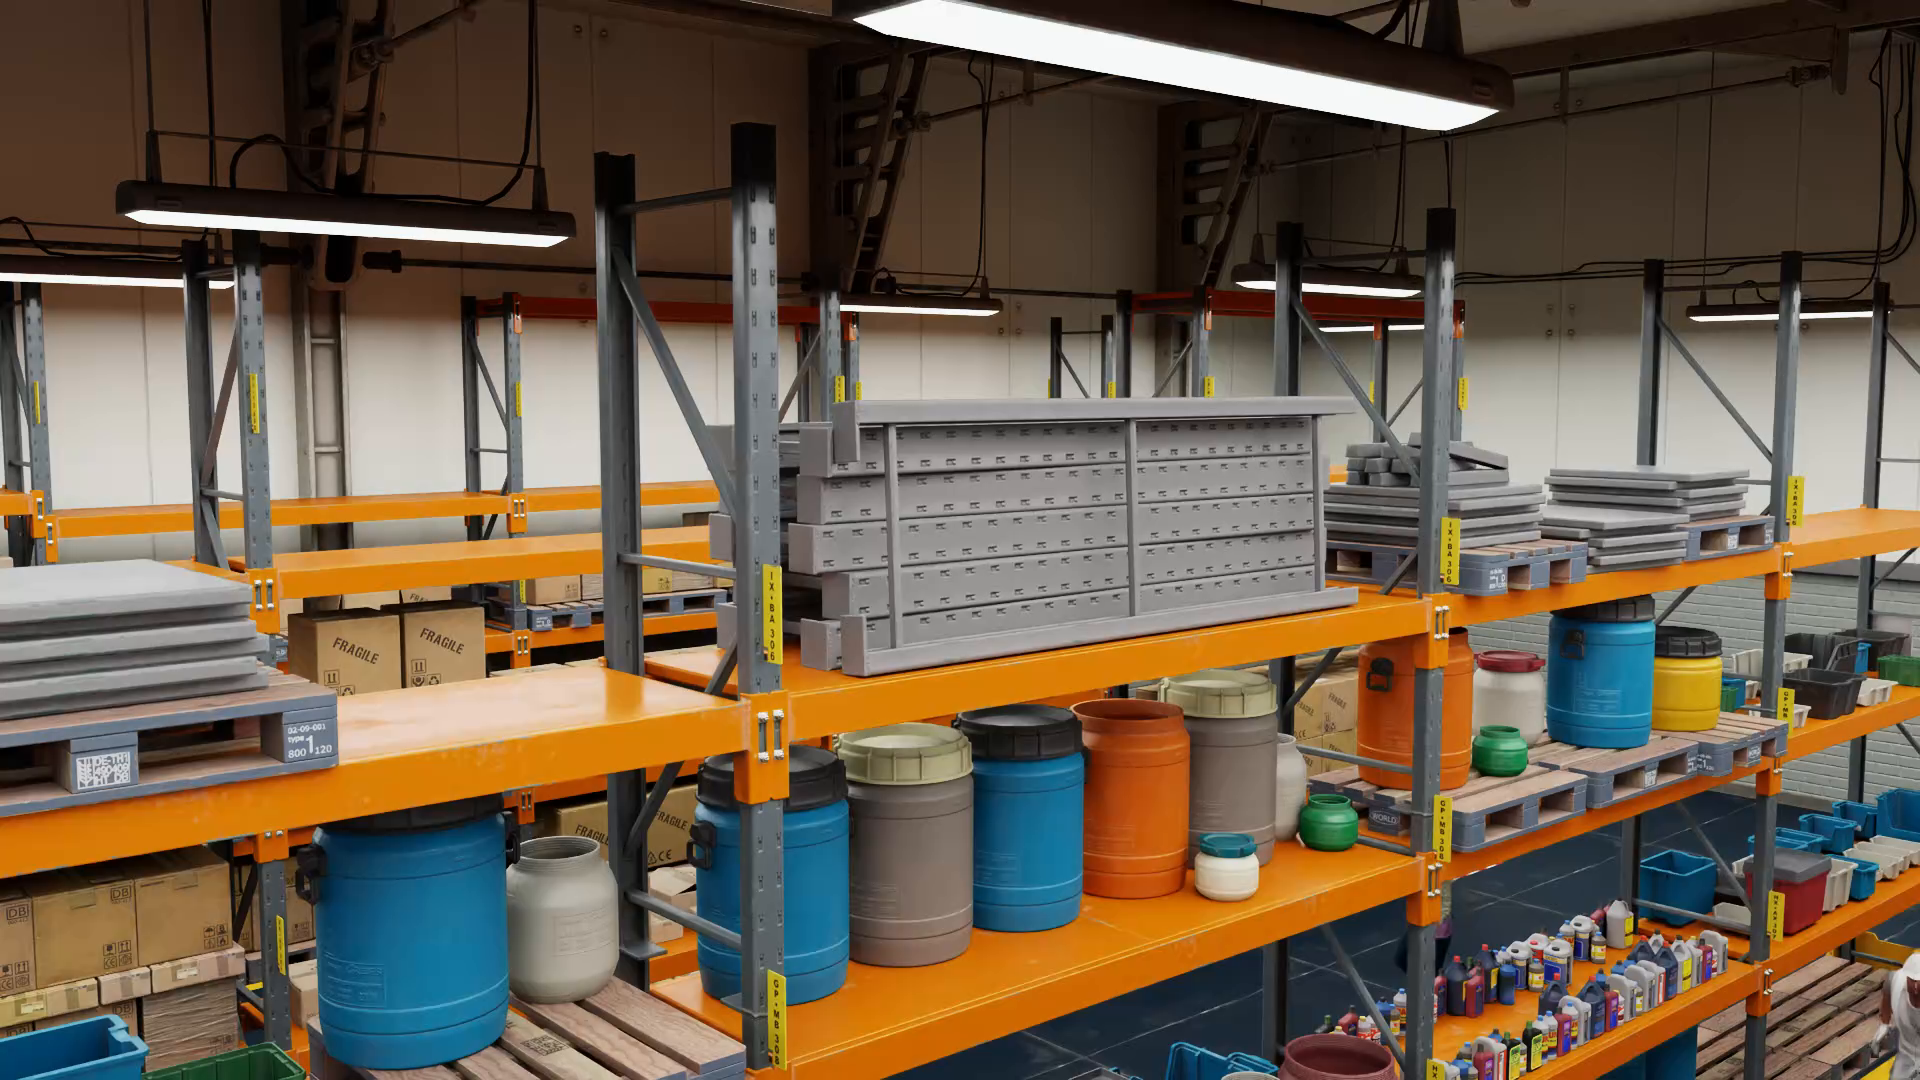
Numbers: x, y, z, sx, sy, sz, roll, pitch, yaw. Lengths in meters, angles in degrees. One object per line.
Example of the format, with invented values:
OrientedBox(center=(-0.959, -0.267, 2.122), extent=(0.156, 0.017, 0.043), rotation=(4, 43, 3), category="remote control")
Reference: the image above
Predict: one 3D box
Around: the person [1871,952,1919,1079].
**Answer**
OrientedBox(center=(6.298, 3.355, 10.722), extent=(1.085, 1.618, 0.695), rotation=(-5, 7, -42), category="person")

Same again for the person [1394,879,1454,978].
OrientedBox(center=(3.715, 3.123, 13.352), extent=(0.567, 1.568, 0.651), rotation=(-2, 6, -23), category="person")
